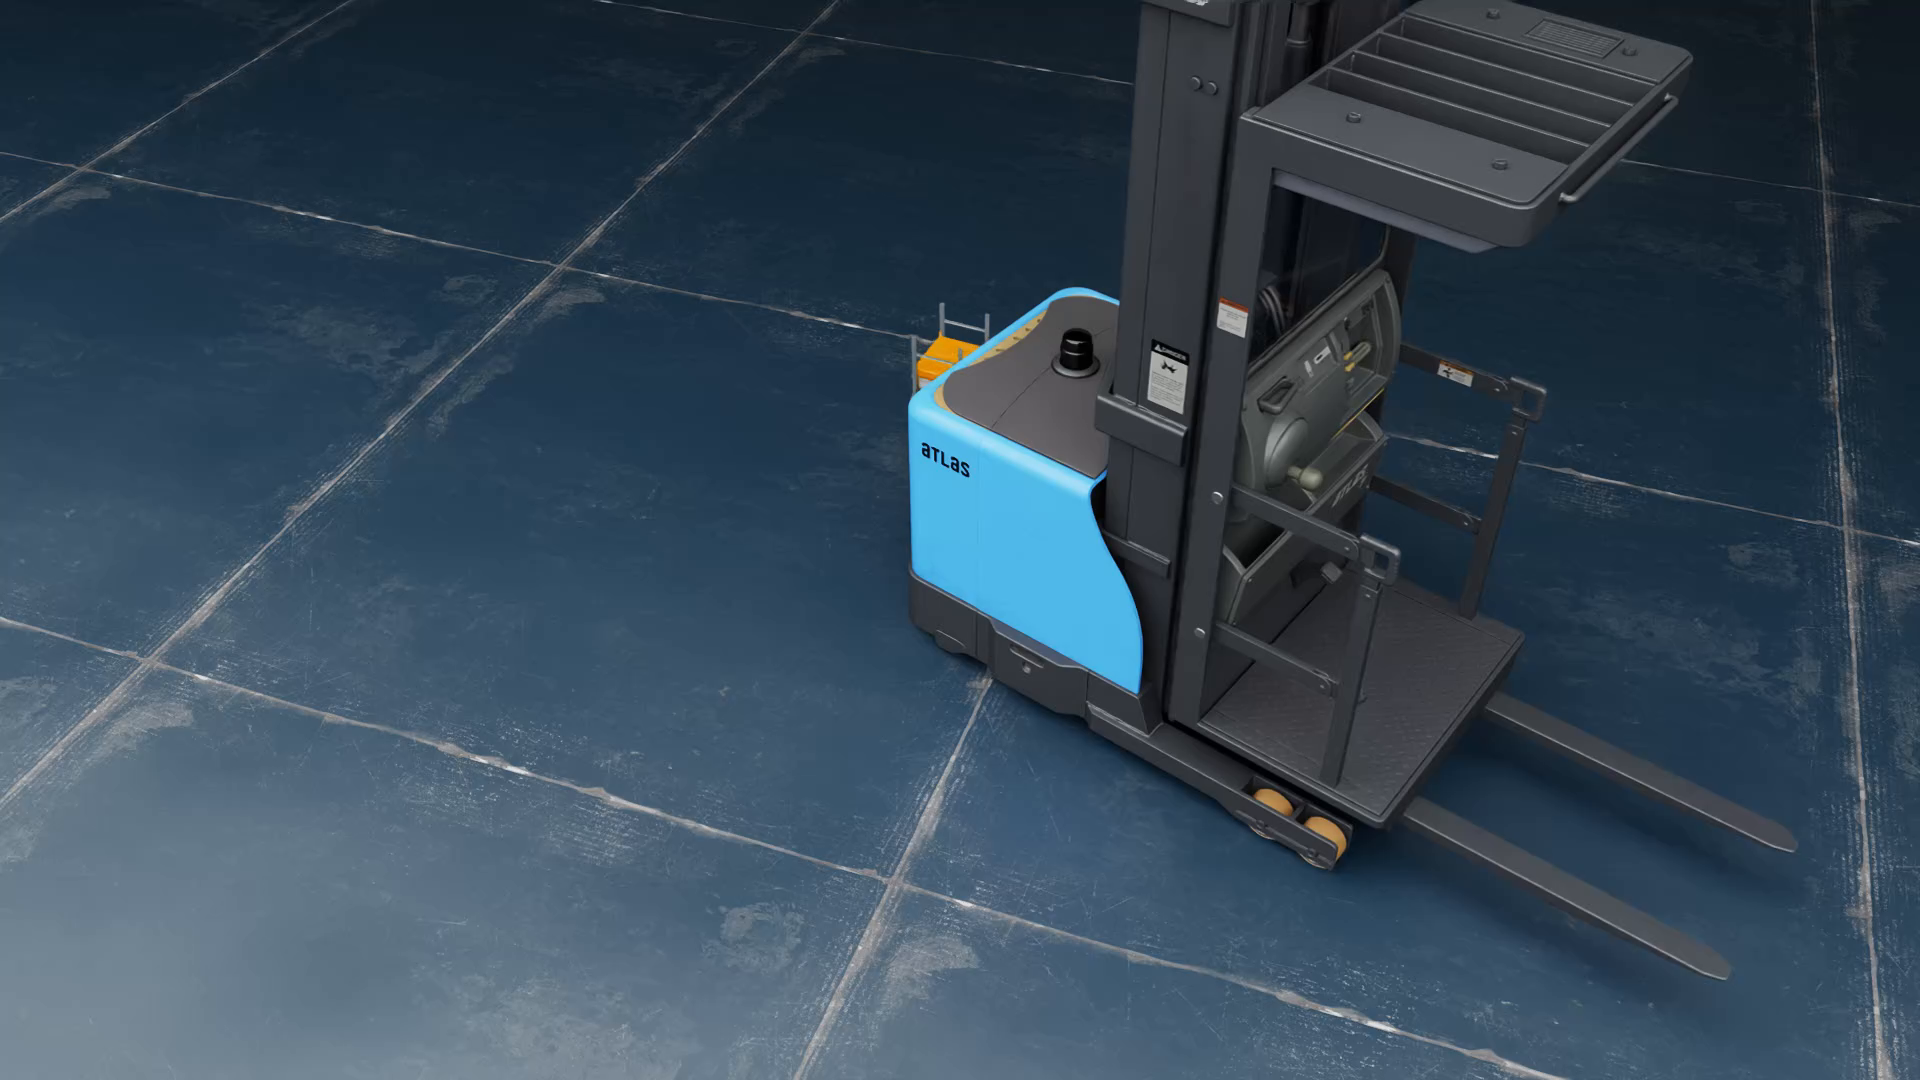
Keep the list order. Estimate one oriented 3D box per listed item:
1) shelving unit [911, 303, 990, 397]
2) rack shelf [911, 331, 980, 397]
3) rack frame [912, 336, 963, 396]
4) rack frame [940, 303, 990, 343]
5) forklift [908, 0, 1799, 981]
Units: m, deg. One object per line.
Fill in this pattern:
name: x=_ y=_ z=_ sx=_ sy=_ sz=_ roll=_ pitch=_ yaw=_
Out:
shelving unit: x=-0.032 y=-0.380 z=6.386 sx=0.215 sy=1.050 sz=0.252 roll=16 pitch=43 yaw=18
rack shelf: x=-0.032 y=-0.588 z=6.209 sx=0.215 sy=0.259 sz=0.240 roll=16 pitch=43 yaw=18
rack frame: x=-0.082 y=-0.308 z=6.301 sx=0.200 sy=1.050 sz=0.008 roll=16 pitch=43 yaw=18
rack frame: x=0.017 y=-0.452 z=6.471 sx=0.200 sy=1.050 sz=0.008 roll=16 pitch=43 yaw=18
forklift: x=1.275 y=-0.430 z=4.995 sx=3.031 sy=2.935 sz=1.130 roll=27 pitch=47 yaw=28
